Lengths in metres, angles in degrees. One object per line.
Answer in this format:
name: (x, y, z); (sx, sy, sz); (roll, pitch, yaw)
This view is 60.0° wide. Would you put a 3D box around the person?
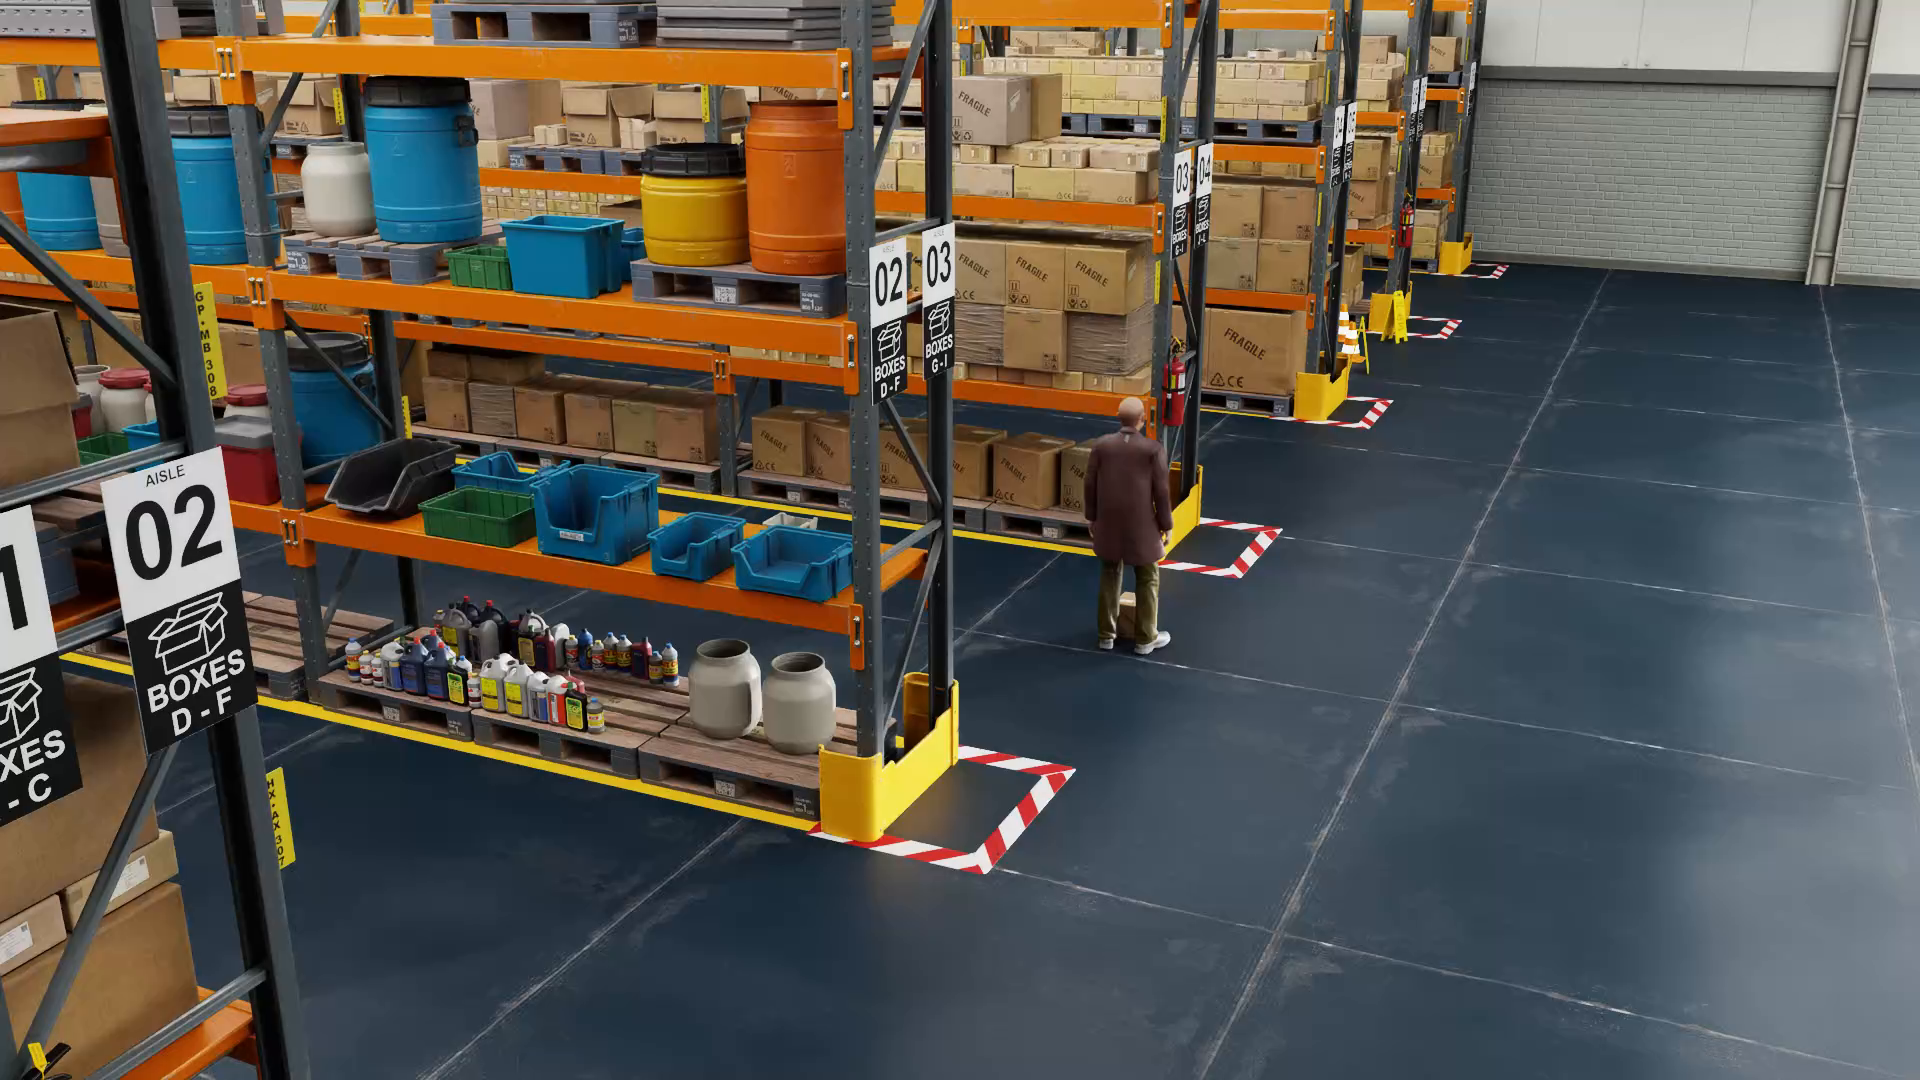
person: (1.156, -0.106, 11.397); (0.644, 1.774, 0.426); (8, 20, 23)
